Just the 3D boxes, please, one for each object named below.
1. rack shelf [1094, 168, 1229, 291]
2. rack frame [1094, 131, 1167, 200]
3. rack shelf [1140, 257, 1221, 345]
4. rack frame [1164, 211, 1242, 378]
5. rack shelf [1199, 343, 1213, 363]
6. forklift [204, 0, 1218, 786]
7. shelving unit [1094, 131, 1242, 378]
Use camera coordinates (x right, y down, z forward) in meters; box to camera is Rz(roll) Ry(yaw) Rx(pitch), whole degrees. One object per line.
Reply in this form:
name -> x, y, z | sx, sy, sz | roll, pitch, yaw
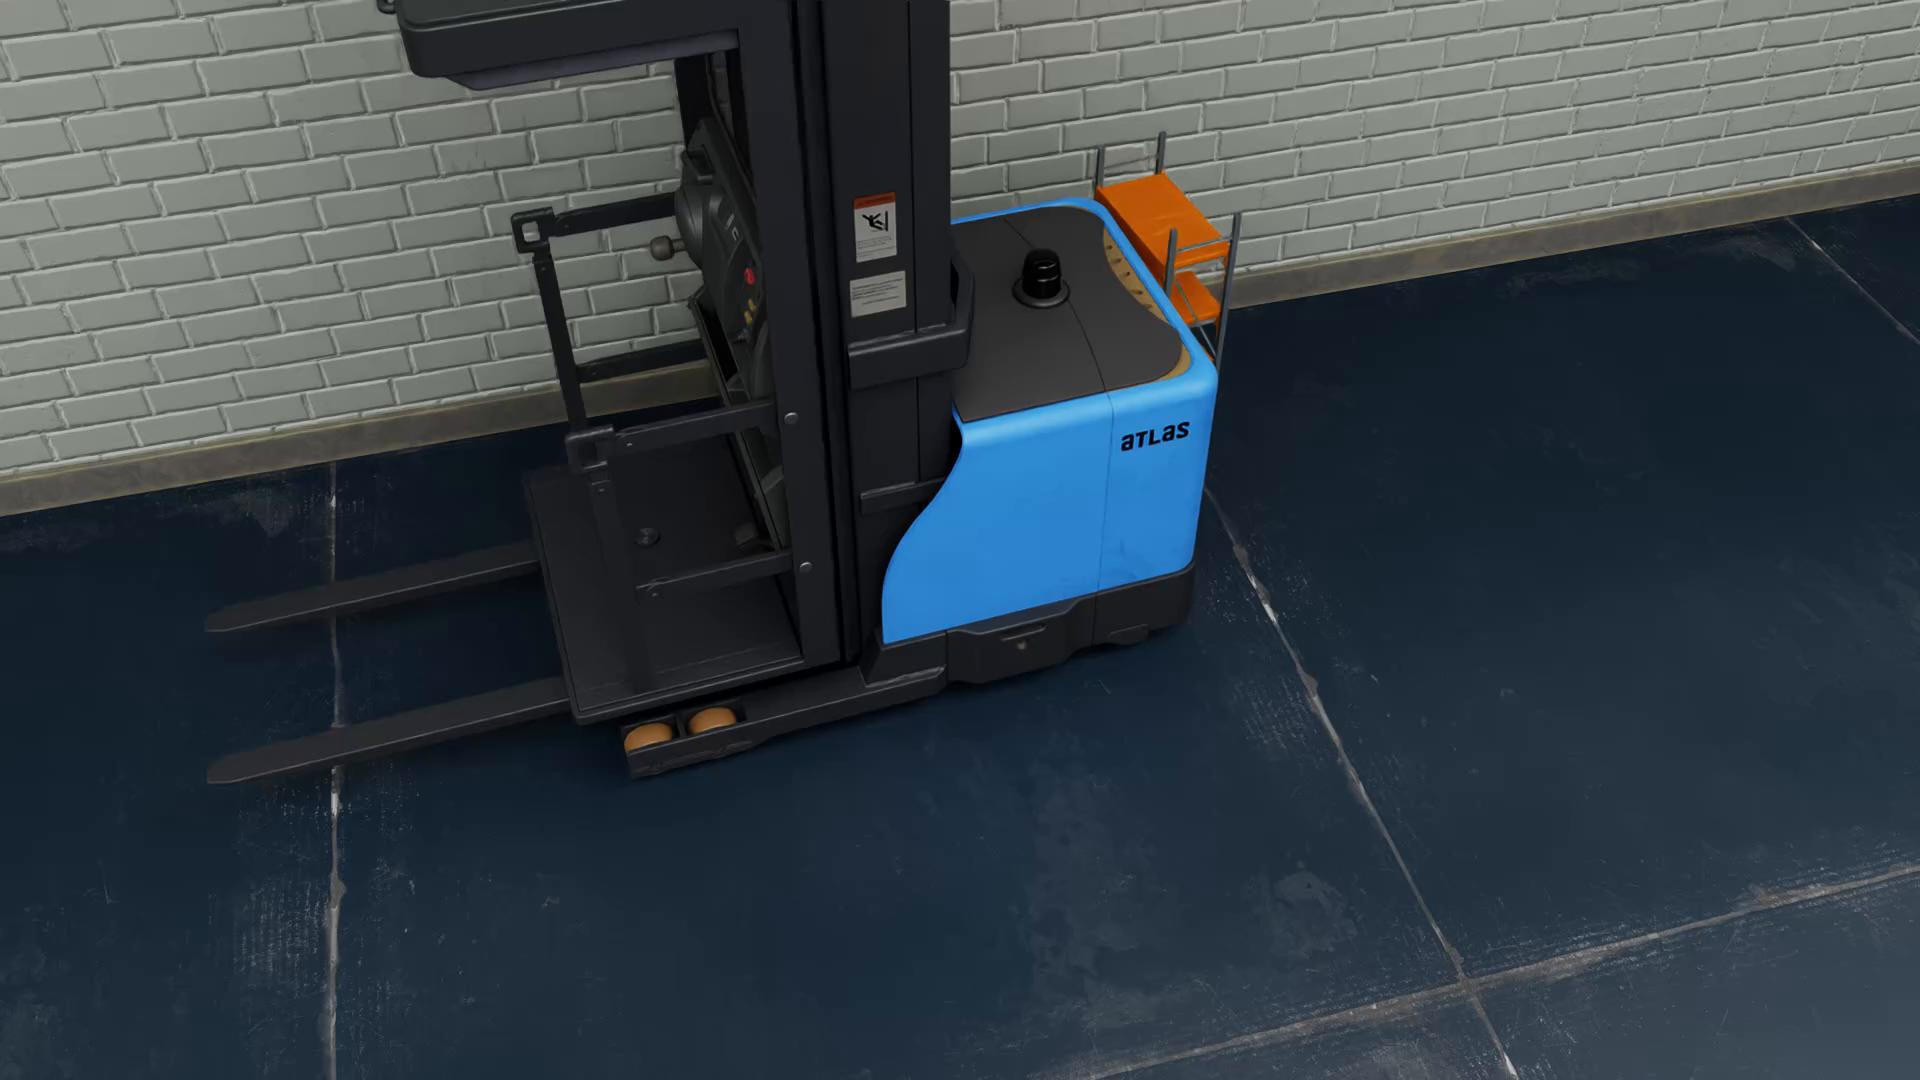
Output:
rack shelf -> 0.647, -0.976, 5.316 | 0.258, 0.148, 0.480 | -17, 48, -16
rack frame -> 0.552, -0.861, 5.754 | 0.240, 1.200, 0.015 | -17, 48, -16
rack shelf -> 0.647, -0.810, 5.485 | 0.258, 0.148, 0.480 | -17, 48, -16
rack frame -> 0.742, -0.540, 5.439 | 0.240, 1.200, 0.015 | -17, 48, -16
rack shelf -> 0.647, -0.654, 5.645 | 0.258, 0.148, 0.480 | -17, 48, -16
forklift -> -0.820, -0.738, 4.421 | 3.031, 2.935, 1.130 | -13, 47, -13
shelving unit -> 0.647, -0.701, 5.597 | 0.258, 1.200, 0.503 | -17, 48, -16
